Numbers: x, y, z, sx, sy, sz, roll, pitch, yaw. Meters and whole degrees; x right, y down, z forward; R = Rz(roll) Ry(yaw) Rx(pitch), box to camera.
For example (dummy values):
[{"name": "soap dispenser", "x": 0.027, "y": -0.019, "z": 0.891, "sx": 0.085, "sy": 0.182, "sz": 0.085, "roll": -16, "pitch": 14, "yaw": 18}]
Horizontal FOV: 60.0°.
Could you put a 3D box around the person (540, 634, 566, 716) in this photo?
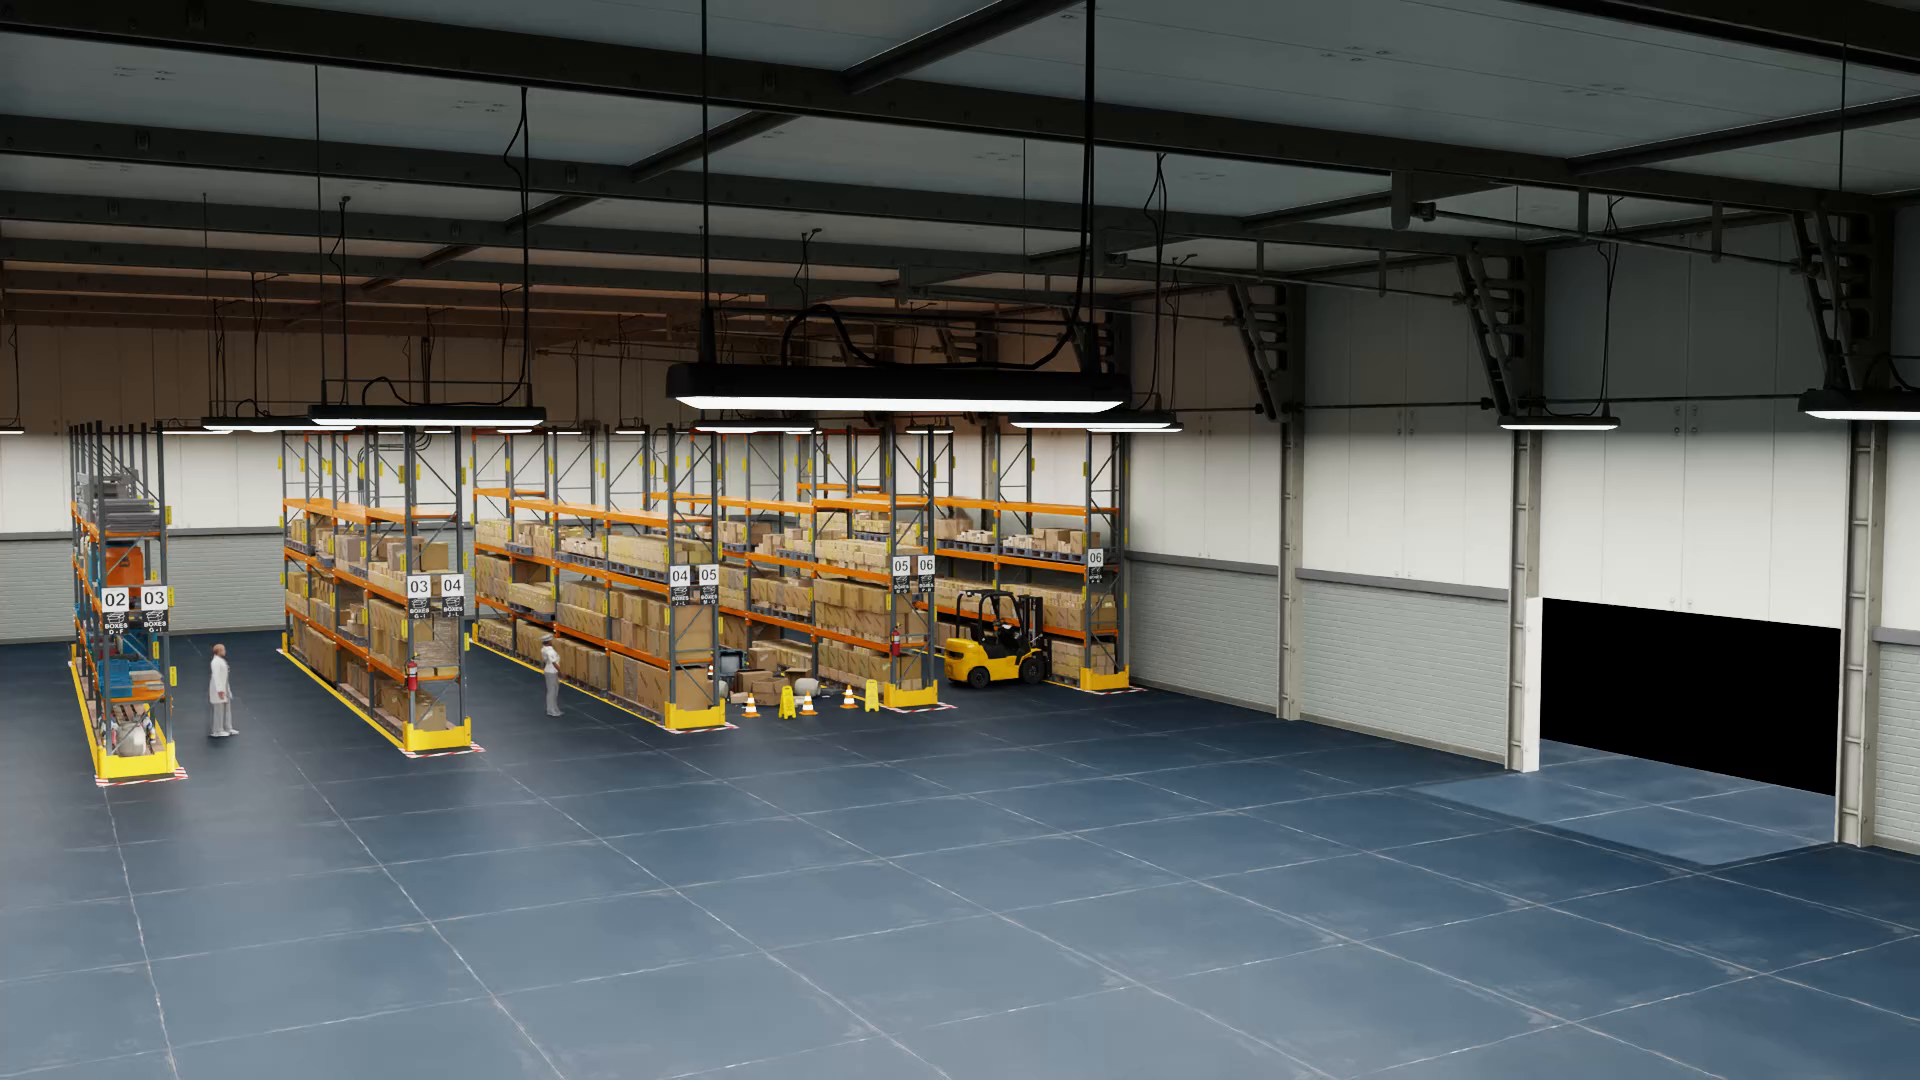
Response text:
[{"name": "person", "x": -8.361, "y": 2.780, "z": 34.260, "sx": 0.532, "sy": 1.706, "sz": 0.518, "roll": 0, "pitch": 4, "yaw": -6}]

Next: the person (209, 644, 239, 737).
[{"name": "person", "x": -14.133, "y": 2.876, "z": 31.828, "sx": 0.449, "sy": 1.782, "sz": 0.624, "roll": 0, "pitch": 4, "yaw": 1}]

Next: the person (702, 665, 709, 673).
[{"name": "person", "x": -6.362, "y": 2.404, "z": 40.352, "sx": 0.560, "sy": 1.667, "sz": 0.460, "roll": 2, "pitch": 4, "yaw": 27}]
